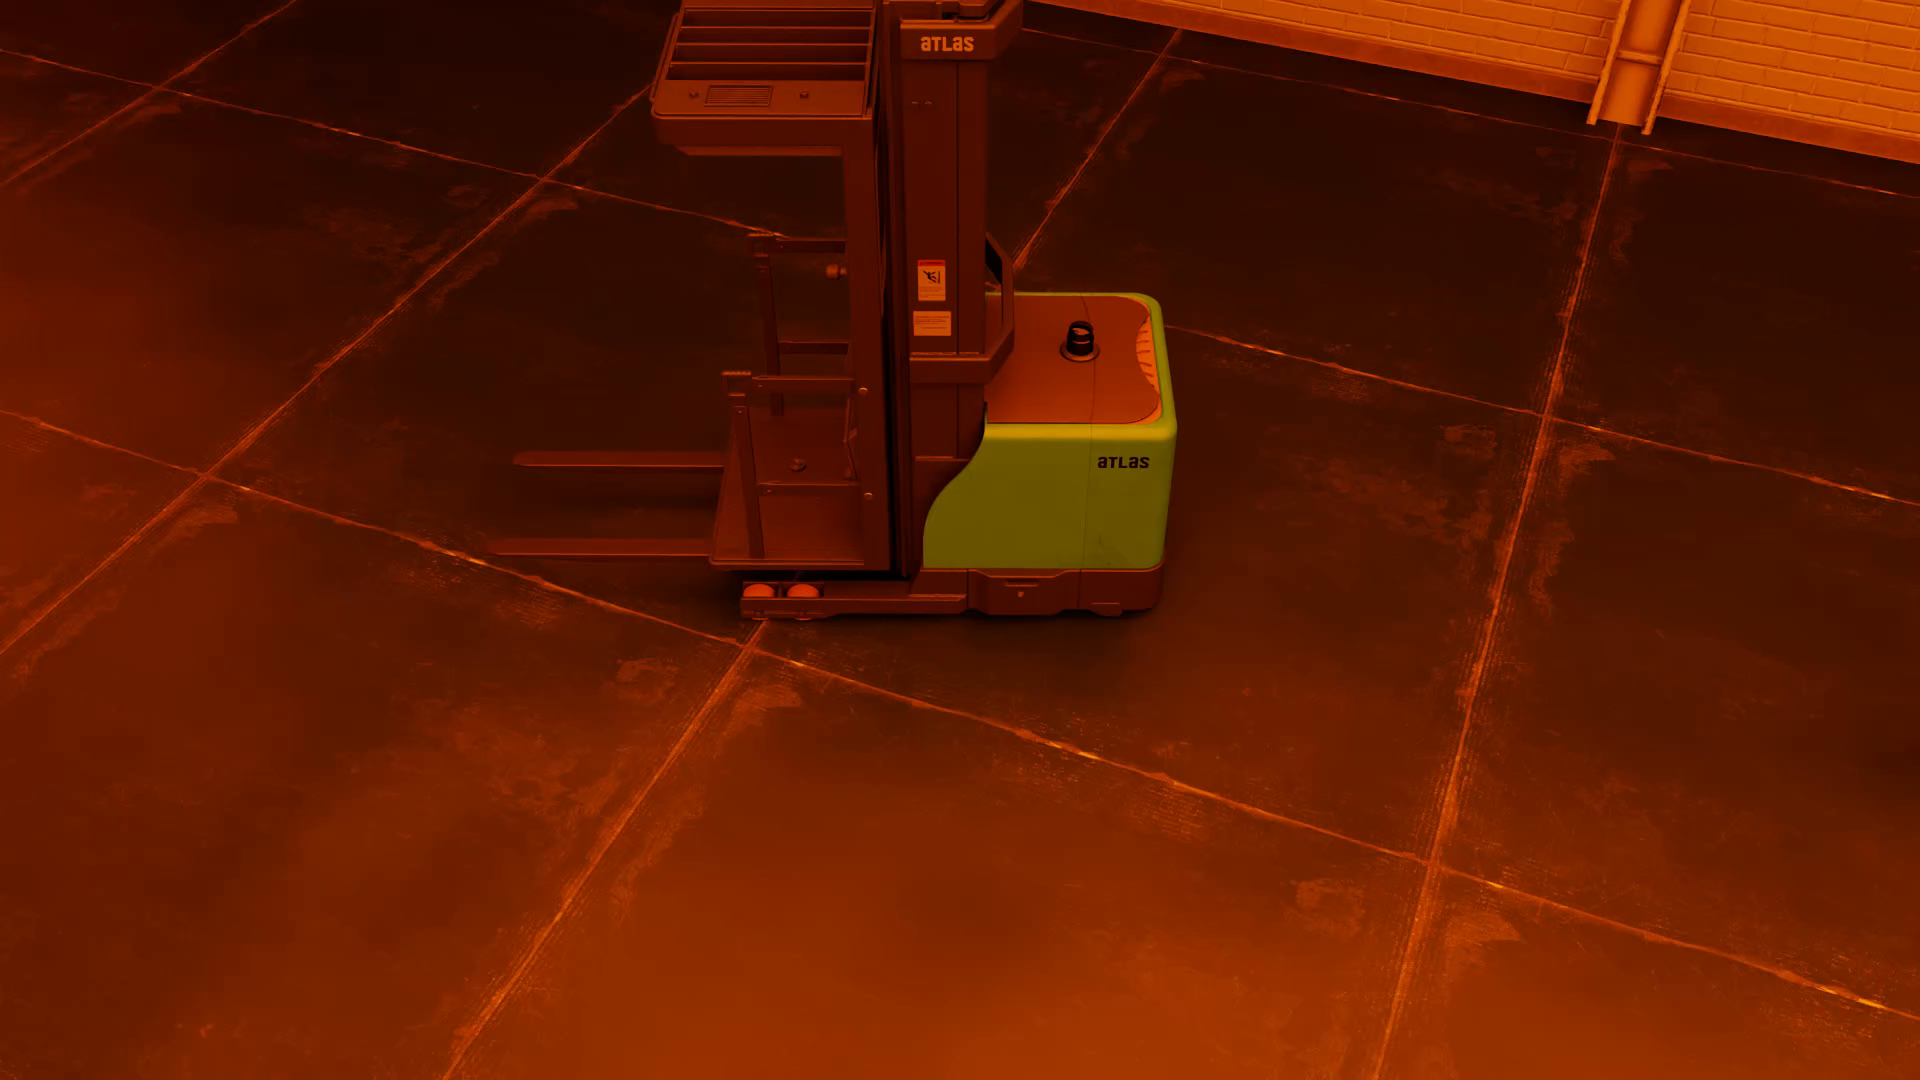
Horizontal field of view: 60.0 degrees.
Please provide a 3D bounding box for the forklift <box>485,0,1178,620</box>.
[{"bbox_3d":[-0.609,-1.074,6.818,3.031,2.935,1.130,0,43,0],"label":"forklift"}]
